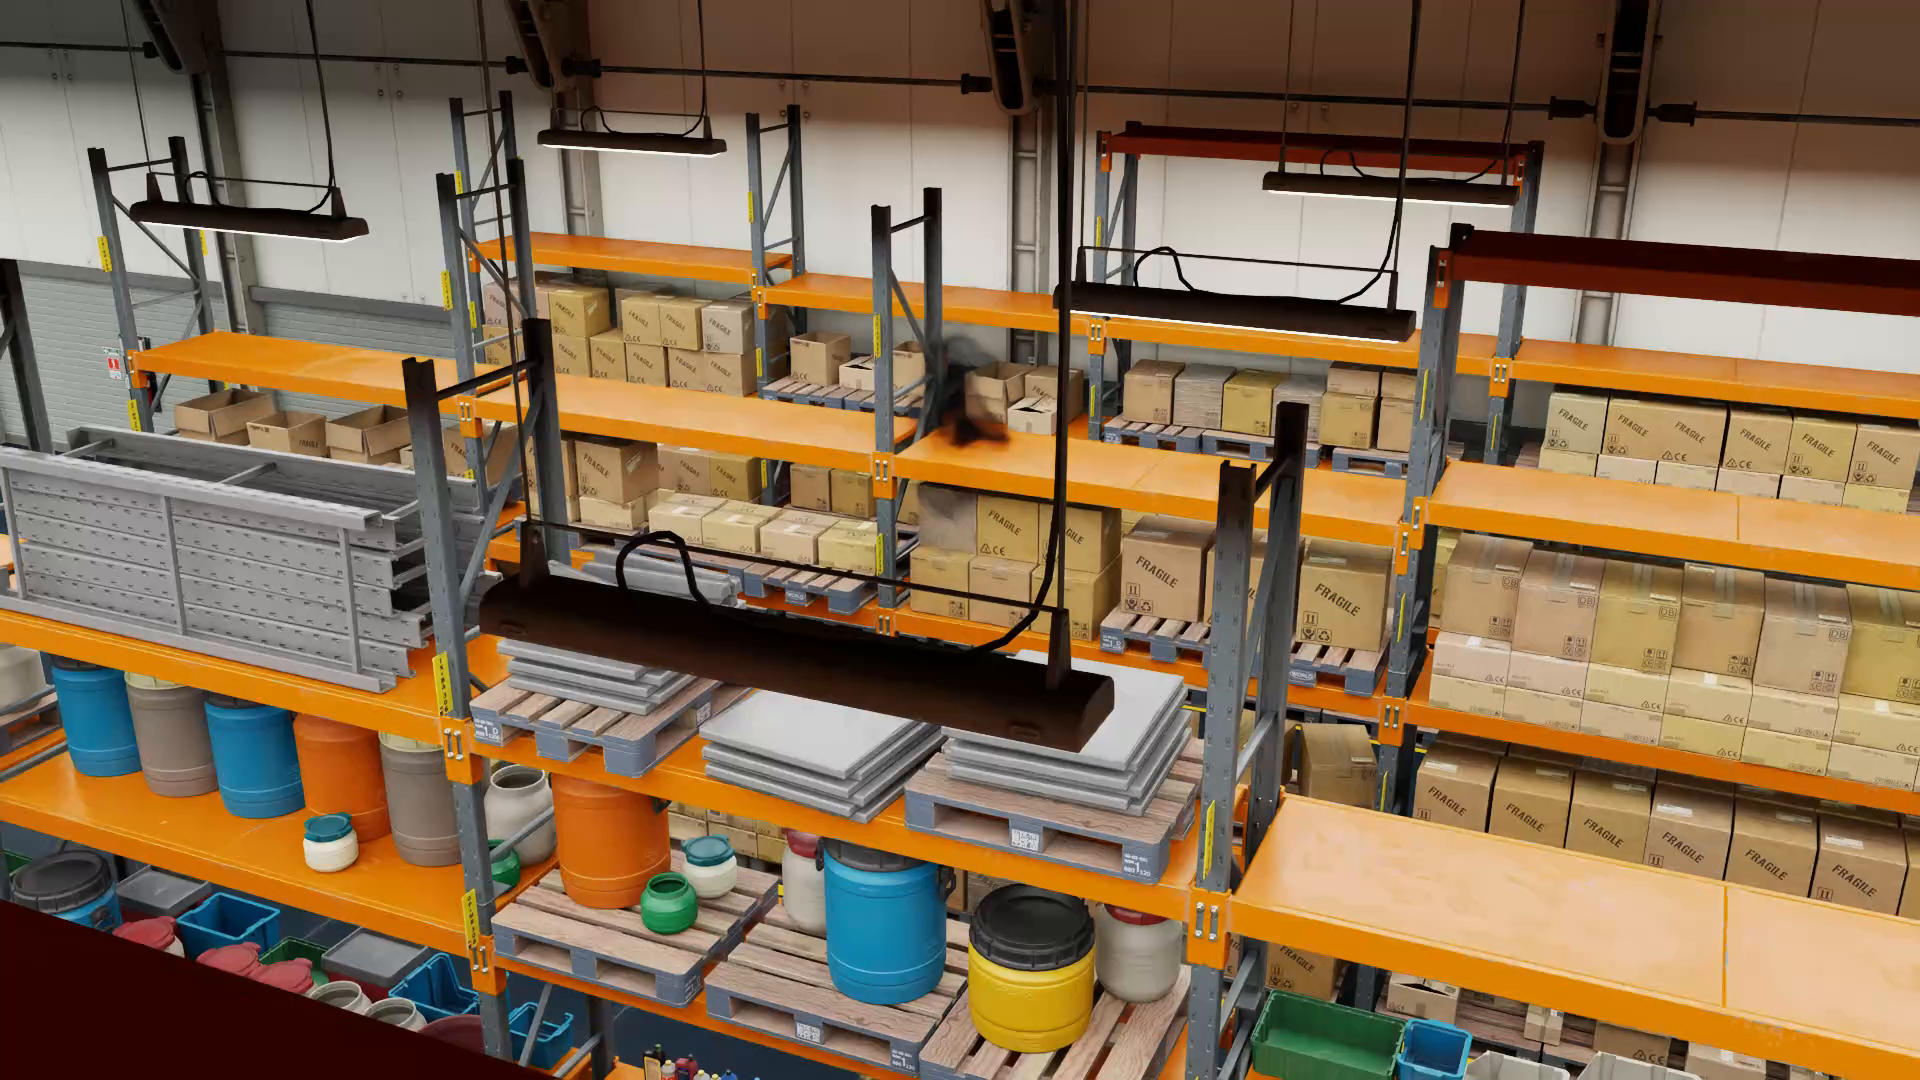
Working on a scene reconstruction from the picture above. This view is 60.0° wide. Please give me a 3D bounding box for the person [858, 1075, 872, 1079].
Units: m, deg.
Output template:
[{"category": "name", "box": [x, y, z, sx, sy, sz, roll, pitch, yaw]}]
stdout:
[{"category": "person", "box": [-0.651, 3.059, 11.464, 0.626, 1.623, 0.510, 7, 22, 18]}]
